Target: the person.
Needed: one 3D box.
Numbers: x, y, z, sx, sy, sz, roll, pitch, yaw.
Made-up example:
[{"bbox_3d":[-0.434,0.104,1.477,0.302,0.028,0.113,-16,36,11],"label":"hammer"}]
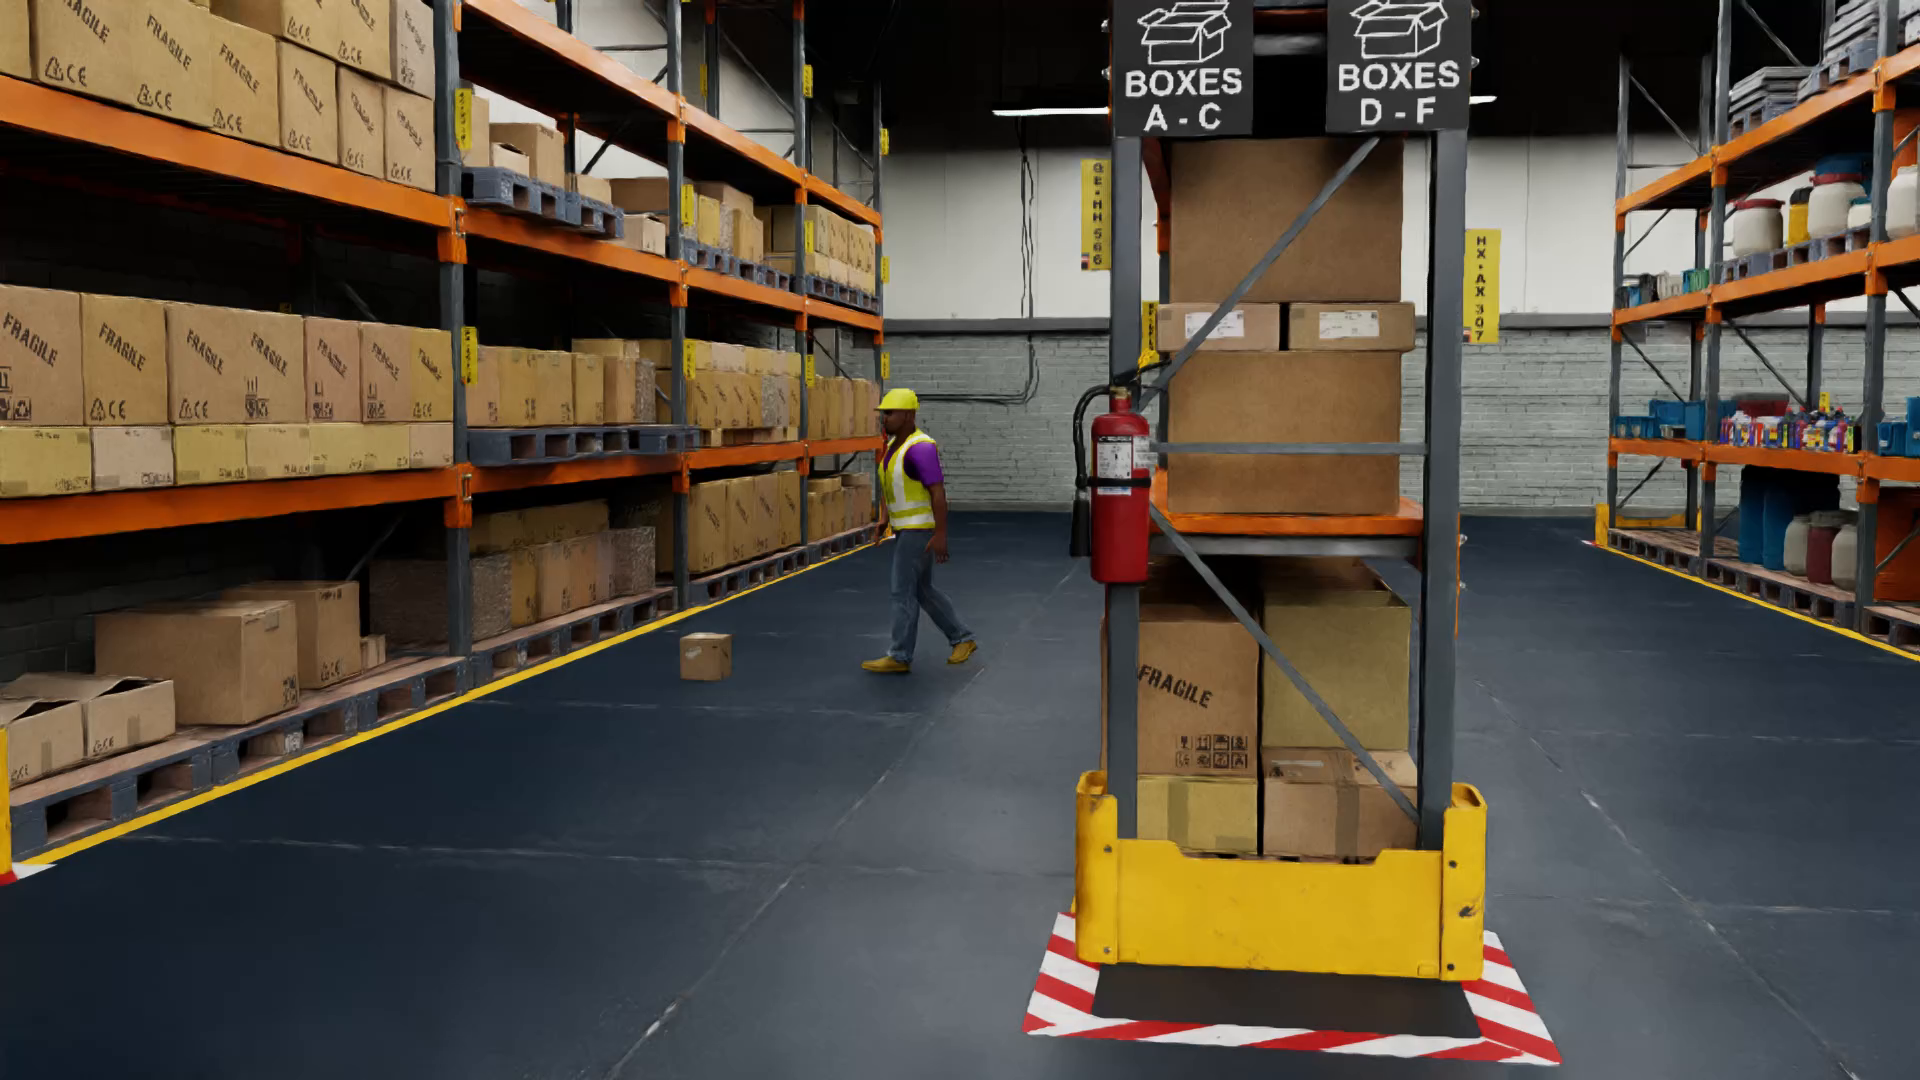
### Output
[{"bbox_3d":[-0.232,-0.054,10.255,0.755,1.756,0.599,-1,5,-14],"label":"person"}]
